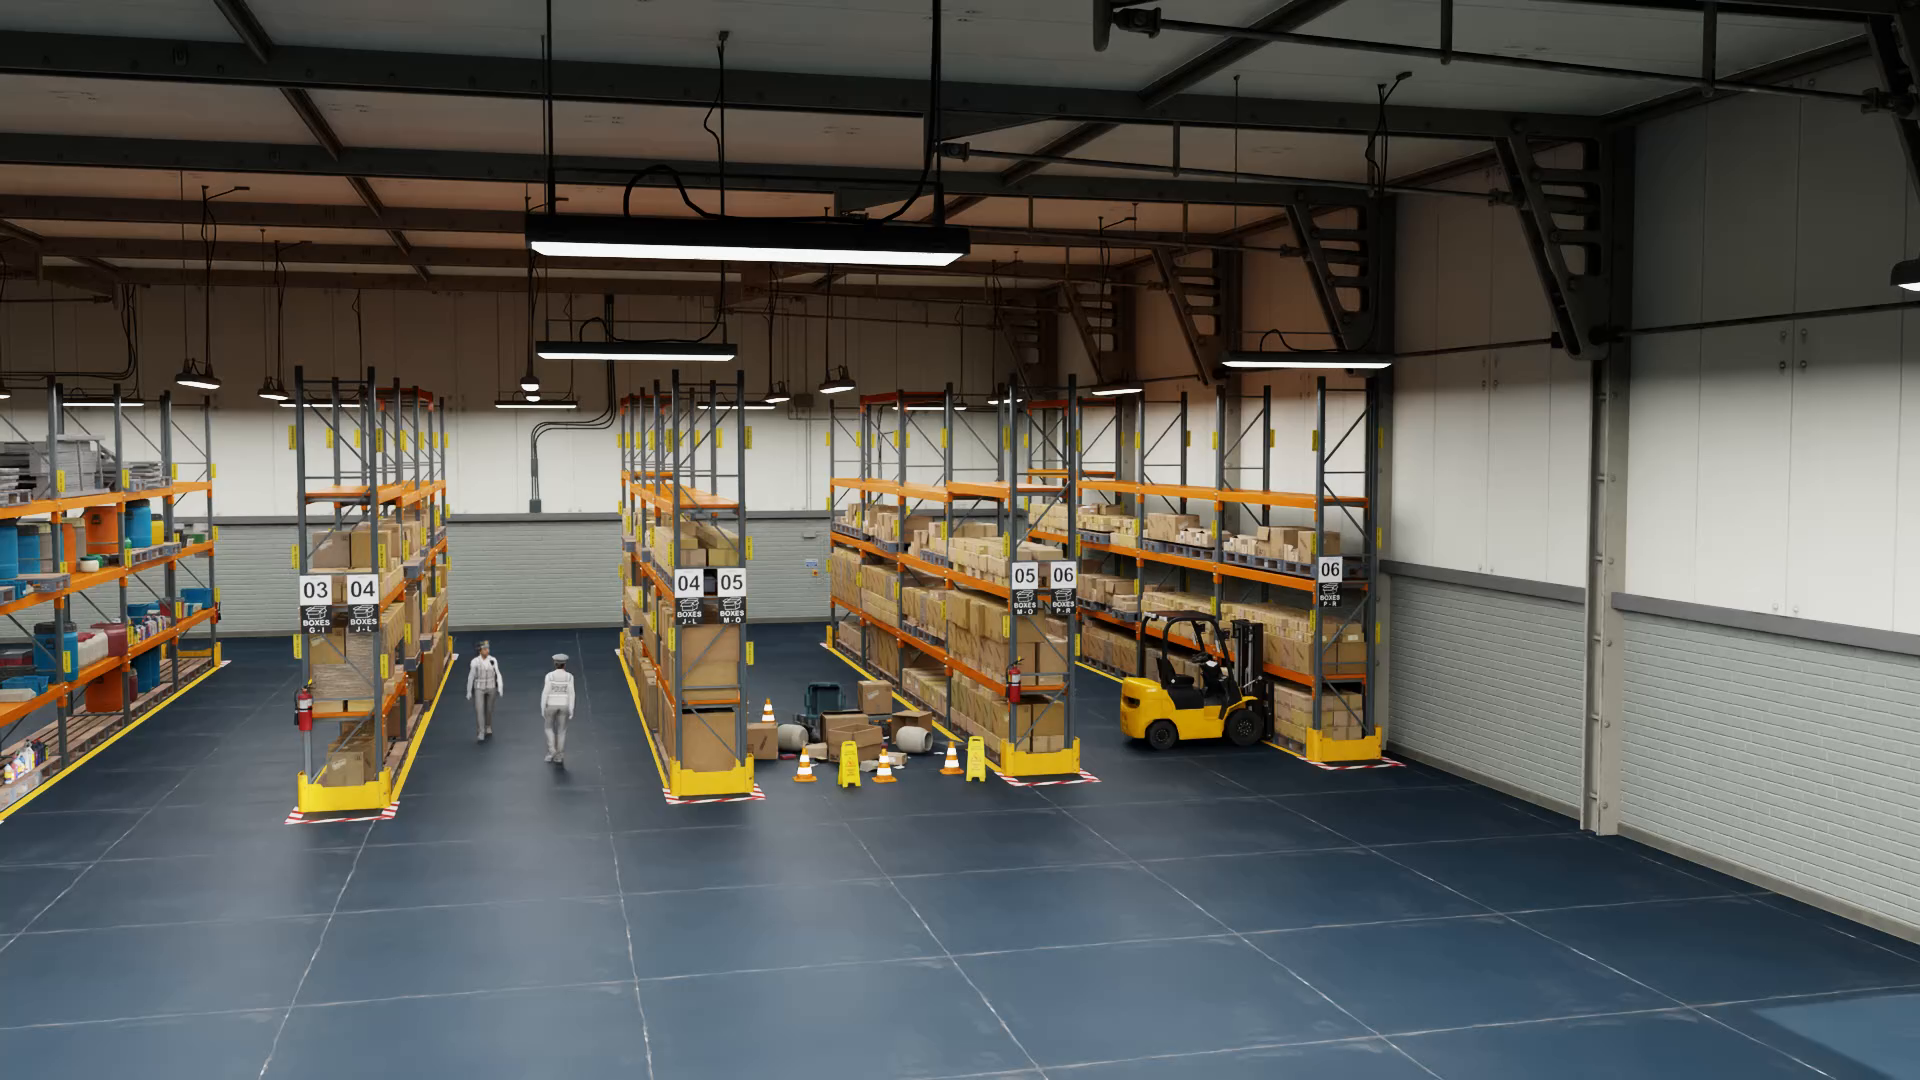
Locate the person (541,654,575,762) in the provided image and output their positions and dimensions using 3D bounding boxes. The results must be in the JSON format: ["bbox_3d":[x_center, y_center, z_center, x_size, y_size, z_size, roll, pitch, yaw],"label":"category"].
[{"bbox_3d":[-6.233,2.618,25.806,0.517,1.674,0.434,-1,4,-15],"label":"person"}]

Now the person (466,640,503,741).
[{"bbox_3d":[-7.968,2.496,27.886,0.570,1.619,1.012,-1,4,-23],"label":"person"}]
